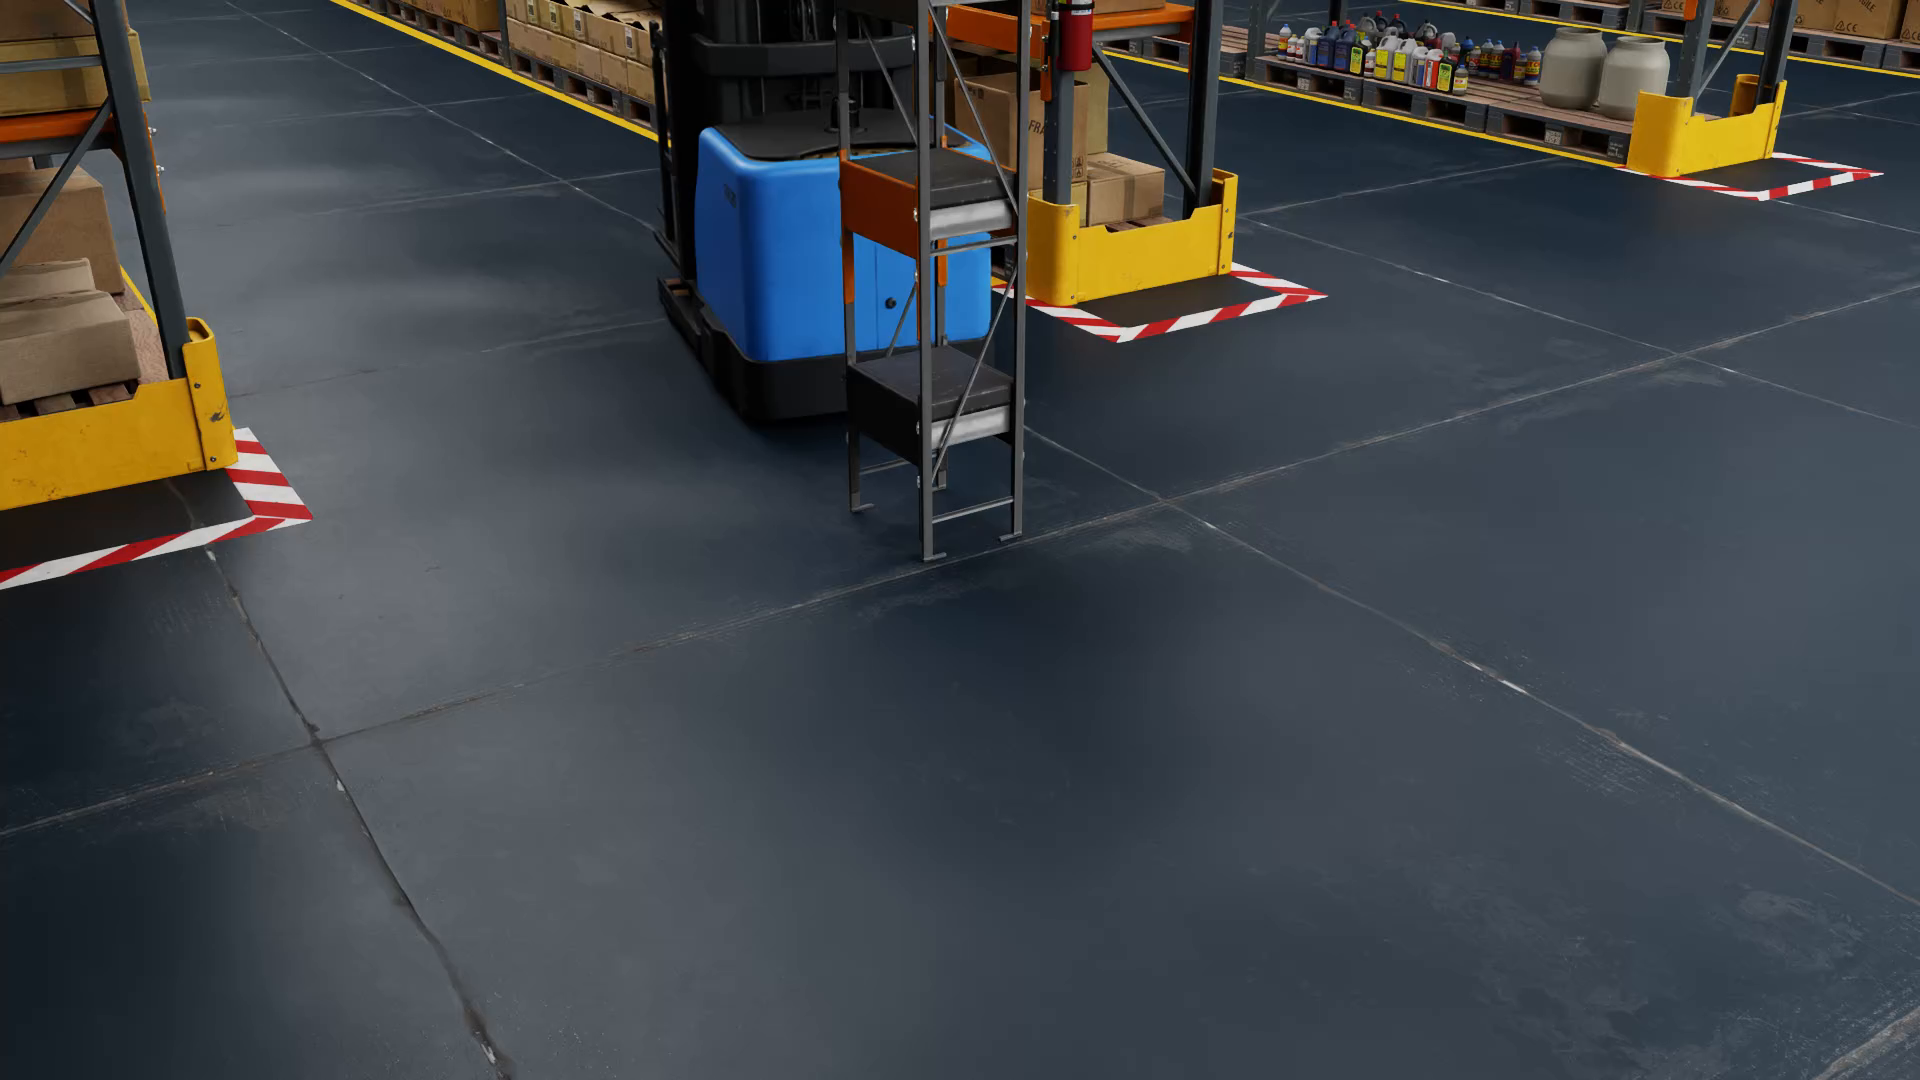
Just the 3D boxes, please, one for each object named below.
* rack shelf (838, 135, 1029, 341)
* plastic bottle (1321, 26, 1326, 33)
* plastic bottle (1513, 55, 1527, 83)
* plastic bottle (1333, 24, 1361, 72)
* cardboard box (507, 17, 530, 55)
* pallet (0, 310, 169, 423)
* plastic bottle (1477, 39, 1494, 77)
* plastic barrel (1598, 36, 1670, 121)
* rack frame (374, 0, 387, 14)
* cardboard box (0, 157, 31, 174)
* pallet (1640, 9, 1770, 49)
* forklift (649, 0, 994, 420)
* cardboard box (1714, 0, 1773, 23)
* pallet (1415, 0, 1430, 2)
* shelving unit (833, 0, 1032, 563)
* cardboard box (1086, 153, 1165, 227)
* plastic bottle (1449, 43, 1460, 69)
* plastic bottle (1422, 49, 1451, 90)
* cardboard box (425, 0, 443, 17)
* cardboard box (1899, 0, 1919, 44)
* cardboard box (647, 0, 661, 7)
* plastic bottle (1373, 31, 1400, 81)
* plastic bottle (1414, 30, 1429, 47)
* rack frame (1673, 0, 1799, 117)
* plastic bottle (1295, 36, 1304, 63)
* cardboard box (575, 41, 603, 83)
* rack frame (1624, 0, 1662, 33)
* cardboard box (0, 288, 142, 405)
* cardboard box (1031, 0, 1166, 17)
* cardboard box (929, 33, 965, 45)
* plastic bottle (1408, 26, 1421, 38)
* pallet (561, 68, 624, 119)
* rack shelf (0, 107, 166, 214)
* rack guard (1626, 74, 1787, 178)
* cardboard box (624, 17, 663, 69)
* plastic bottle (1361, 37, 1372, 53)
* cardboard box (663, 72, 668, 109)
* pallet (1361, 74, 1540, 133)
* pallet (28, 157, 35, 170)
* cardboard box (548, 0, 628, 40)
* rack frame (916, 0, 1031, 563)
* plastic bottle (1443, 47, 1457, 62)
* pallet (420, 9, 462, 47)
[{"bbox_3d":[-0.090,-0.996,5.433,0.431,0.518,0.480,-16,29,-30],"label":"rack shelf"},{"bbox_3d":[2.919,-3.956,13.283,0.061,0.283,0.133,-16,29,-30],"label":"plastic bottle"},{"bbox_3d":[4.223,-3.547,12.512,0.097,0.201,0.097,0,25,0],"label":"plastic bottle"},{"bbox_3d":[3.020,-3.834,12.945,0.144,0.351,0.185,-17,30,-32],"label":"plastic bottle"},{"bbox_3d":[-3.472,-4.254,13.977,0.500,0.250,0.500,-16,29,-30],"label":"cardboard box"},{"bbox_3d":[-3.748,-0.611,6.798,1.003,0.211,1.213,-16,29,-30],"label":"pallet"},{"bbox_3d":[4.038,-3.700,12.754,0.097,0.271,0.097,0,25,0],"label":"plastic bottle"},{"bbox_3d":[4.585,-3.138,11.305,0.421,0.512,0.421,0,25,0],"label":"plastic barrel"},{"bbox_3d":[-5.695,-6.994,17.052,1.000,3.000,0.127,-16,29,-30],"label":"rack frame"},{"bbox_3d":[-4.876,-1.684,8.216,0.500,0.500,0.500,-18,31,-33],"label":"cardboard box"},{"bbox_3d":[7.370,-4.947,15.982,1.003,0.211,1.213,-16,29,-30],"label":"pallet"},{"bbox_3d":[-0.830,-2.406,7.413,1.130,2.935,3.031,-9,27,-18],"label":"forklift"},{"bbox_3d":[7.478,-5.144,15.569,0.500,0.500,0.500,-6,26,-13],"label":"cardboard box"},{"bbox_3d":[5.216,-6.330,18.911,1.003,0.211,1.213,-16,29,-30],"label":"pallet"},{"bbox_3d":[-0.090,-1.009,5.427,0.431,2.100,0.503,-16,29,-30],"label":"shelving unit"},{"bbox_3d":[0.749,-1.892,8.974,0.500,0.250,0.500,-16,29,-30],"label":"cardboard box"},{"bbox_3d":[3.871,-3.777,13.000,0.097,0.201,0.097,0,25,0],"label":"plastic bottle"},{"bbox_3d":[3.523,-3.474,12.270,0.152,0.276,0.135,-15,29,-29],"label":"plastic bottle"},{"bbox_3d":[-4.793,-5.283,15.841,0.500,0.500,0.500,-17,30,-31],"label":"cardboard box"},{"bbox_3d":[8.476,-4.502,14.209,0.500,0.500,0.500,-8,26,-16],"label":"cardboard box"},{"bbox_3d":[-2.185,-4.088,12.969,0.500,0.311,0.500,-15,29,-28],"label":"cardboard box"},{"bbox_3d":[3.252,-3.682,12.623,0.144,0.351,0.185,-16,30,-30],"label":"plastic bottle"},{"bbox_3d":[3.627,-3.876,13.113,0.061,0.283,0.133,-16,29,-30],"label":"plastic bottle"},{"bbox_3d":[5.008,-3.855,10.403,1.000,3.000,0.127,-16,29,-30],"label":"rack frame"},{"bbox_3d":[2.742,-3.930,13.325,0.097,0.201,0.097,0,25,0],"label":"plastic bottle"},{"bbox_3d":[-2.628,-3.707,12.817,0.500,0.250,0.500,-15,29,-29],"label":"cardboard box"},{"bbox_3d":[6.974,-6.440,15.878,1.000,3.000,0.127,-16,29,-30],"label":"rack frame"},{"bbox_3d":[-3.595,-0.798,6.561,0.500,0.311,0.500,-19,32,-35],"label":"cardboard box"},{"bbox_3d":[0.612,-2.917,8.299,0.700,0.500,0.500,-16,29,-30],"label":"cardboard box"},{"bbox_3d":[-0.067,-2.768,9.951,0.500,0.500,0.500,-16,29,-30],"label":"cardboard box"},{"bbox_3d":[3.646,-3.976,13.325,0.061,0.283,0.133,-13,28,-26],"label":"plastic bottle"},{"bbox_3d":[-2.433,-3.563,13.050,1.003,0.211,1.213,-16,29,-30],"label":"pallet"},{"bbox_3d":[-4.384,-1.936,7.181,1.077,0.370,4.000,-16,29,-30],"label":"rack shelf"},{"bbox_3d":[4.927,-2.741,10.971,1.175,0.500,0.348,-16,29,-30],"label":"rack guard"},{"bbox_3d":[-2.078,-3.596,11.925,0.500,0.311,0.500,-15,29,-28],"label":"cardboard box"},{"bbox_3d":[3.132,-3.754,12.869,0.097,0.271,0.097,0,25,0],"label":"plastic bottle"},{"bbox_3d":[-1.797,-3.160,11.659,0.500,0.250,0.500,-16,30,-30],"label":"cardboard box"},{"bbox_3d":[3.826,-3.338,12.574,1.003,0.211,1.213,-16,29,-30],"label":"pallet"},{"bbox_3d":[-5.903,-1.994,9.727,1.003,0.211,1.213,-16,29,-30],"label":"pallet"},{"bbox_3d":[-2.901,-4.139,13.076,0.500,0.311,0.500,-16,30,-31],"label":"cardboard box"},{"bbox_3d":[0.043,-0.921,5.242,0.400,2.100,0.015,-16,29,-30],"label":"rack frame"},{"bbox_3d":[3.612,-3.502,12.321,0.061,0.283,0.133,-16,29,-30],"label":"plastic bottle"},{"bbox_3d":[-4.549,-5.014,16.125,1.003,0.211,1.213,-16,29,-30],"label":"pallet"}]
